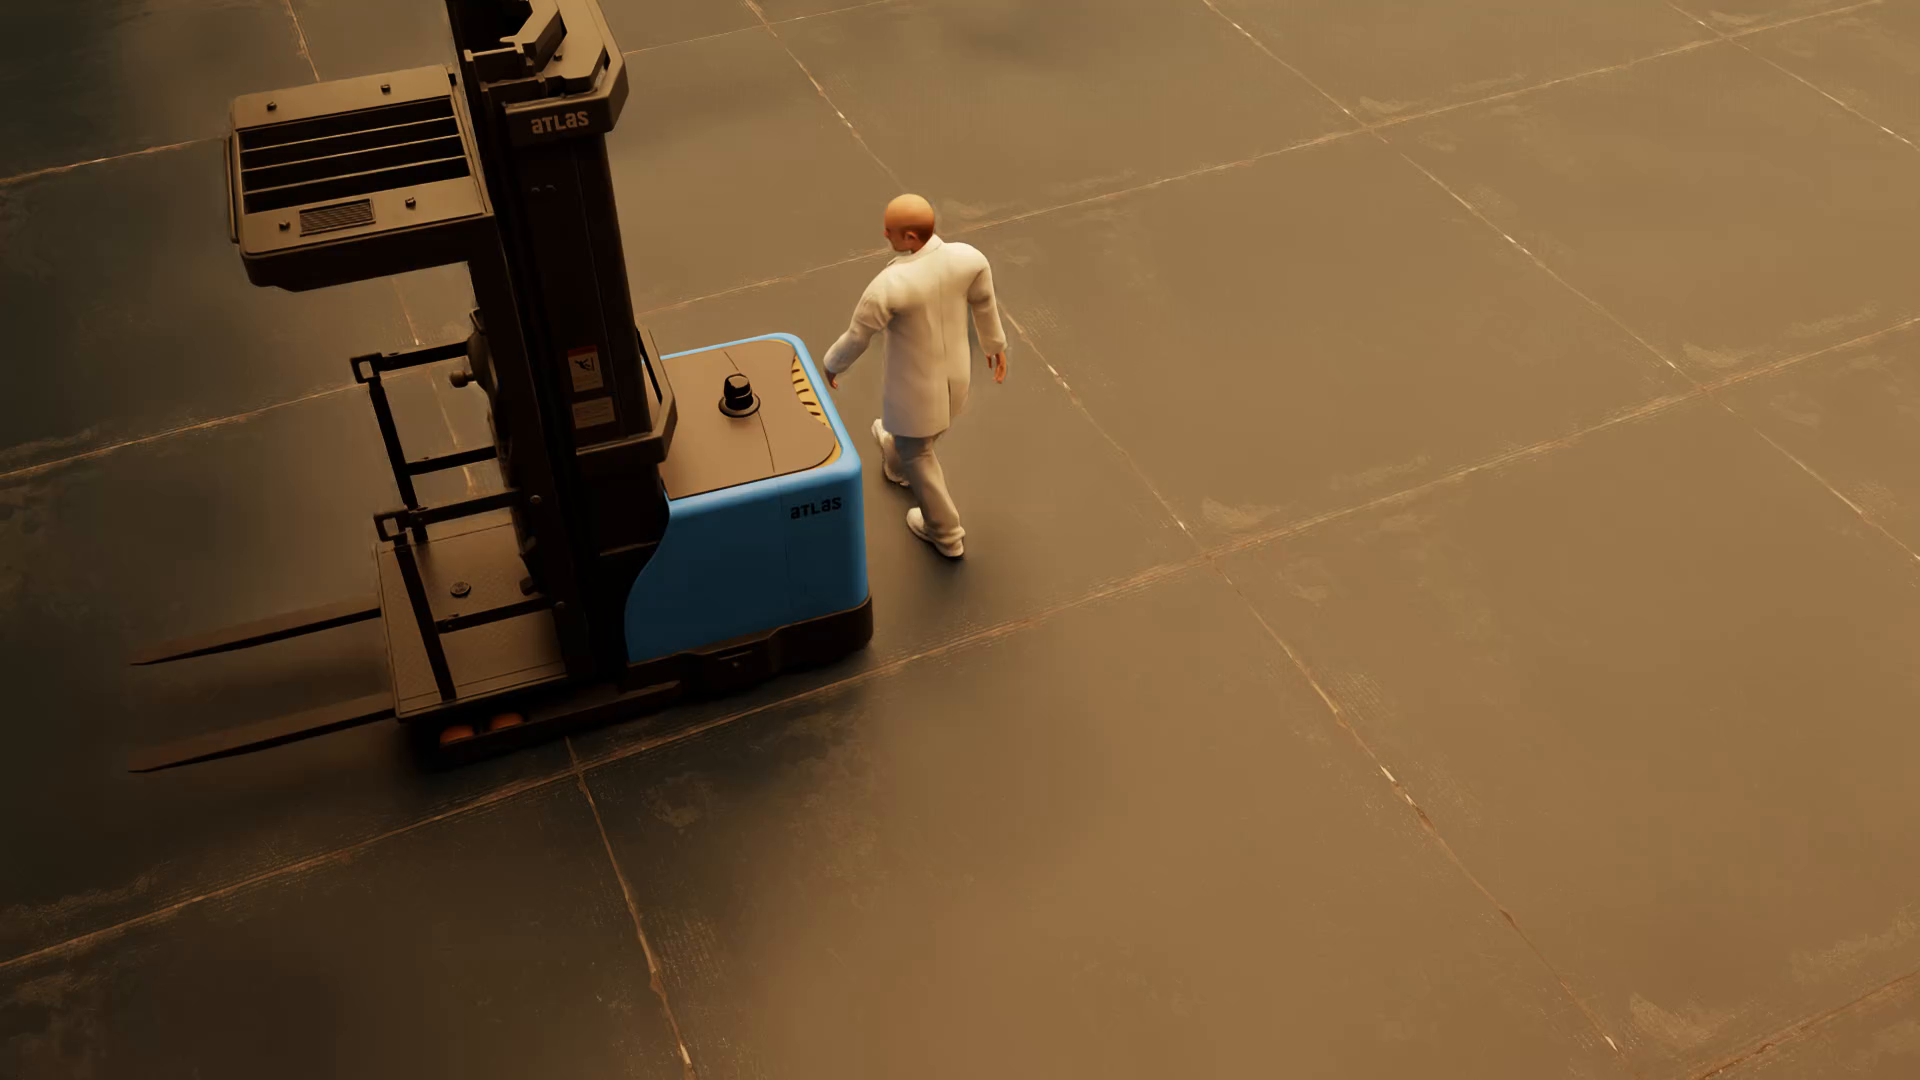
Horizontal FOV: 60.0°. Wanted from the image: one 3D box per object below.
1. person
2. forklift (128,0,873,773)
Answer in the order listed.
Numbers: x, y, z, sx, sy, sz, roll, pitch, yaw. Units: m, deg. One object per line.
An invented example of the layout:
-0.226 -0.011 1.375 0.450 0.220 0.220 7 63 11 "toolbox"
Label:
-0.232 -0.822 7.437 0.779 1.744 0.917 -28 50 -27 "person"
-1.953 -0.561 6.281 3.031 2.935 1.130 -14 45 -14 "forklift"
